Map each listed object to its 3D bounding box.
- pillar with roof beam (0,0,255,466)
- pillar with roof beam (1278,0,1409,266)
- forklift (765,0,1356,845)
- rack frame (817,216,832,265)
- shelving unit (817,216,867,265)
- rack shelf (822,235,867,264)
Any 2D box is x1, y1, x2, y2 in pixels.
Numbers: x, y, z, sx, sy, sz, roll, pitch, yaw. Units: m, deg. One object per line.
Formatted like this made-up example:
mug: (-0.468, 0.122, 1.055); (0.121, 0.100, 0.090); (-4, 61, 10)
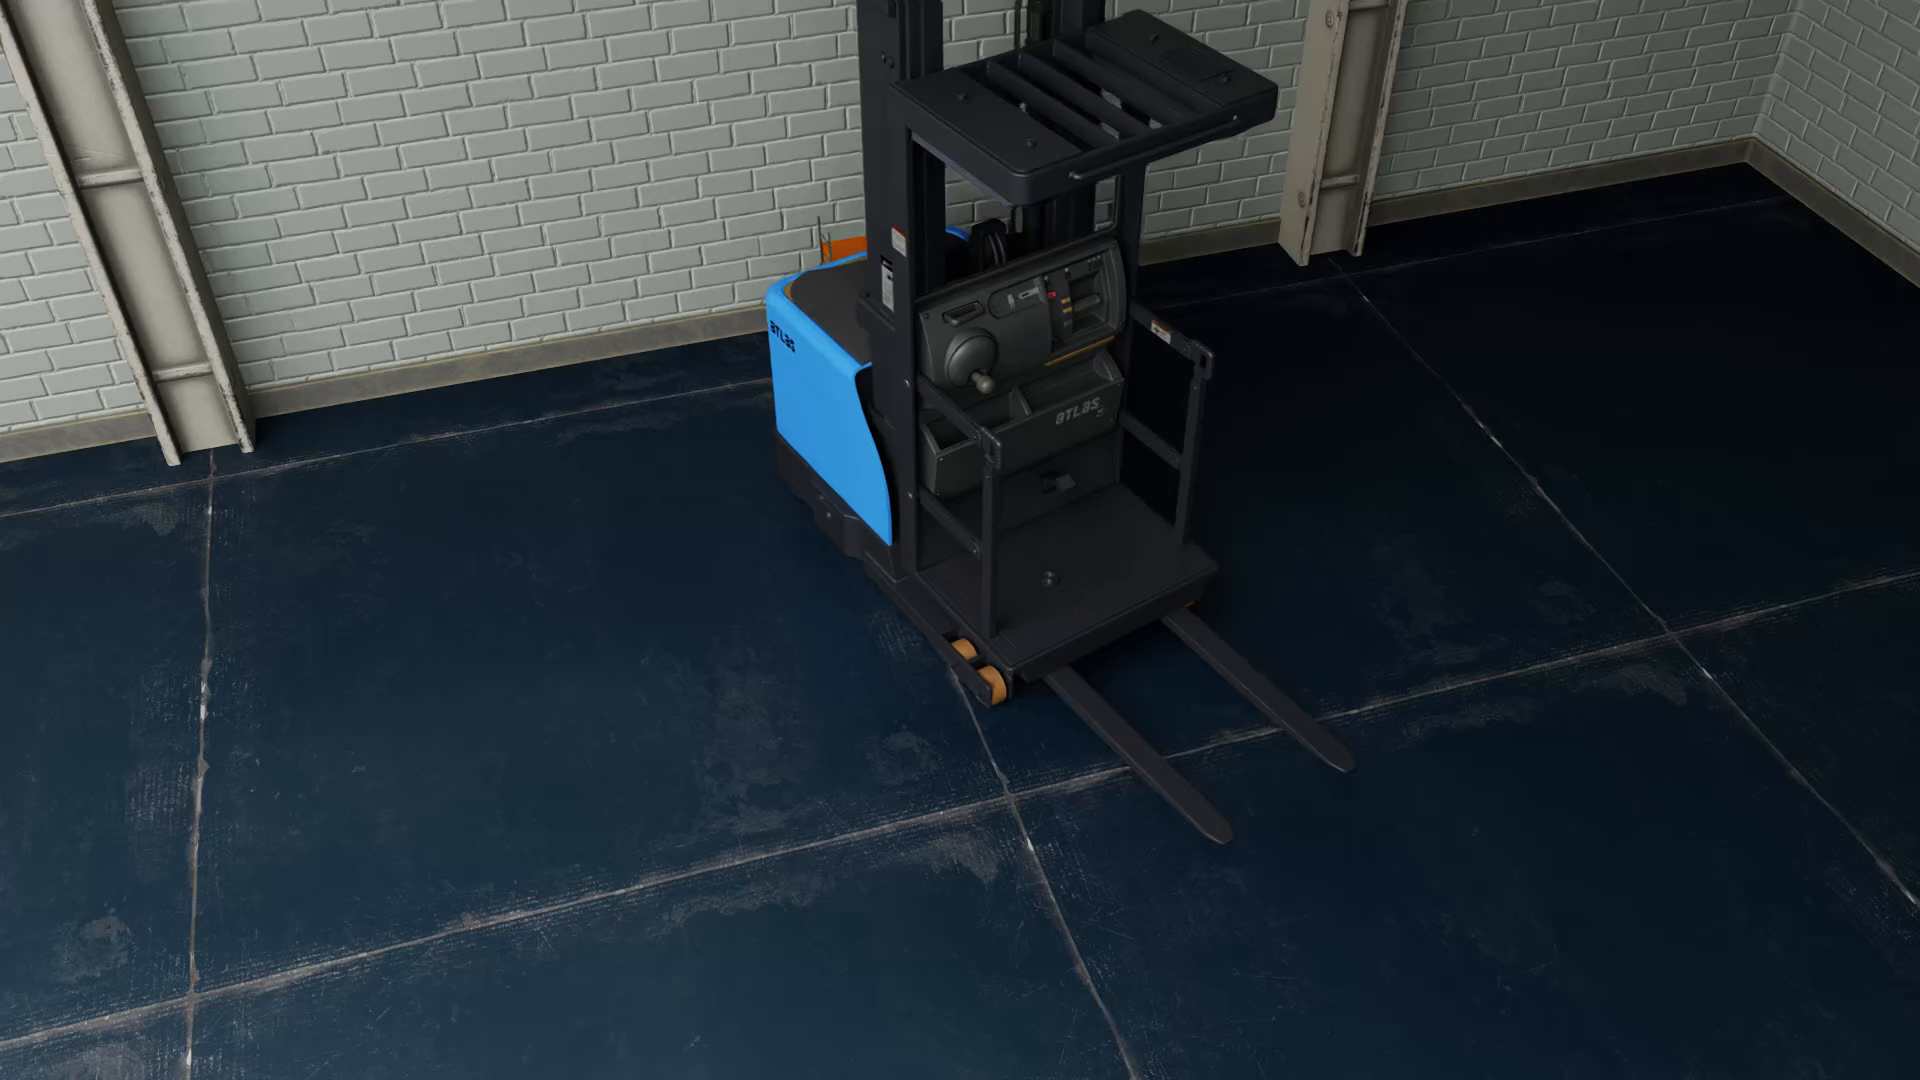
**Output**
pillar with roof beam: (-2.376, -1.179, 2.109); (0.400, 9.000, 9.100); (-12, 42, -13)
pillar with roof beam: (3.347, -2.364, 3.466); (0.400, 9.000, 9.100); (-12, 42, -13)
forklift: (0.375, -0.784, 6.270); (1.130, 2.935, 3.031); (-24, 47, -25)
rack frame: (-0.613, -1.028, 7.964); (0.008, 1.050, 0.200); (-13, 37, -14)
shelving unit: (-0.497, -1.054, 7.994); (0.252, 1.050, 0.215); (-13, 37, -14)
rack shelf: (-0.505, -1.275, 7.834); (0.240, 0.259, 0.215); (-13, 37, -14)
